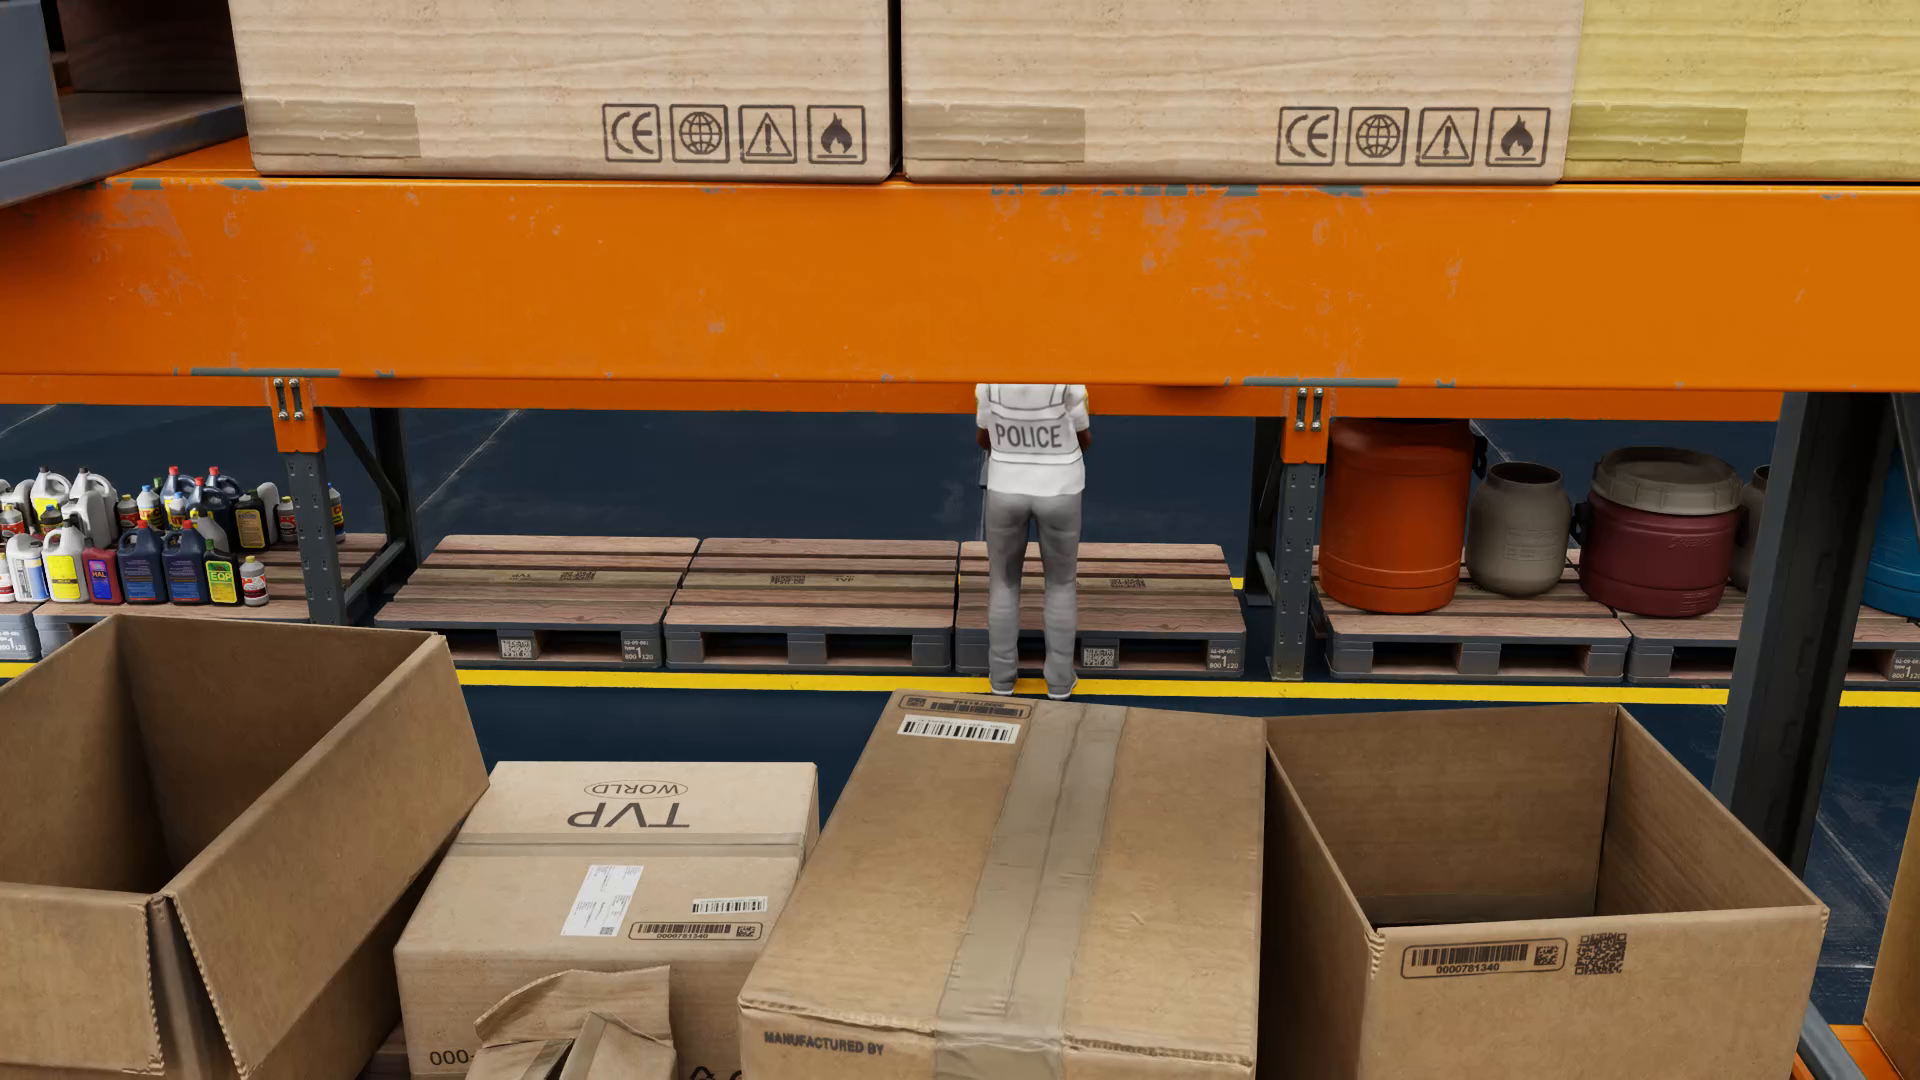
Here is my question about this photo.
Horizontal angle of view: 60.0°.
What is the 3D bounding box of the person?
[{"bbox_3d":[0.292,-0.202,6.566,0.450,1.690,0.532,2,21,6],"label":"person"}]
